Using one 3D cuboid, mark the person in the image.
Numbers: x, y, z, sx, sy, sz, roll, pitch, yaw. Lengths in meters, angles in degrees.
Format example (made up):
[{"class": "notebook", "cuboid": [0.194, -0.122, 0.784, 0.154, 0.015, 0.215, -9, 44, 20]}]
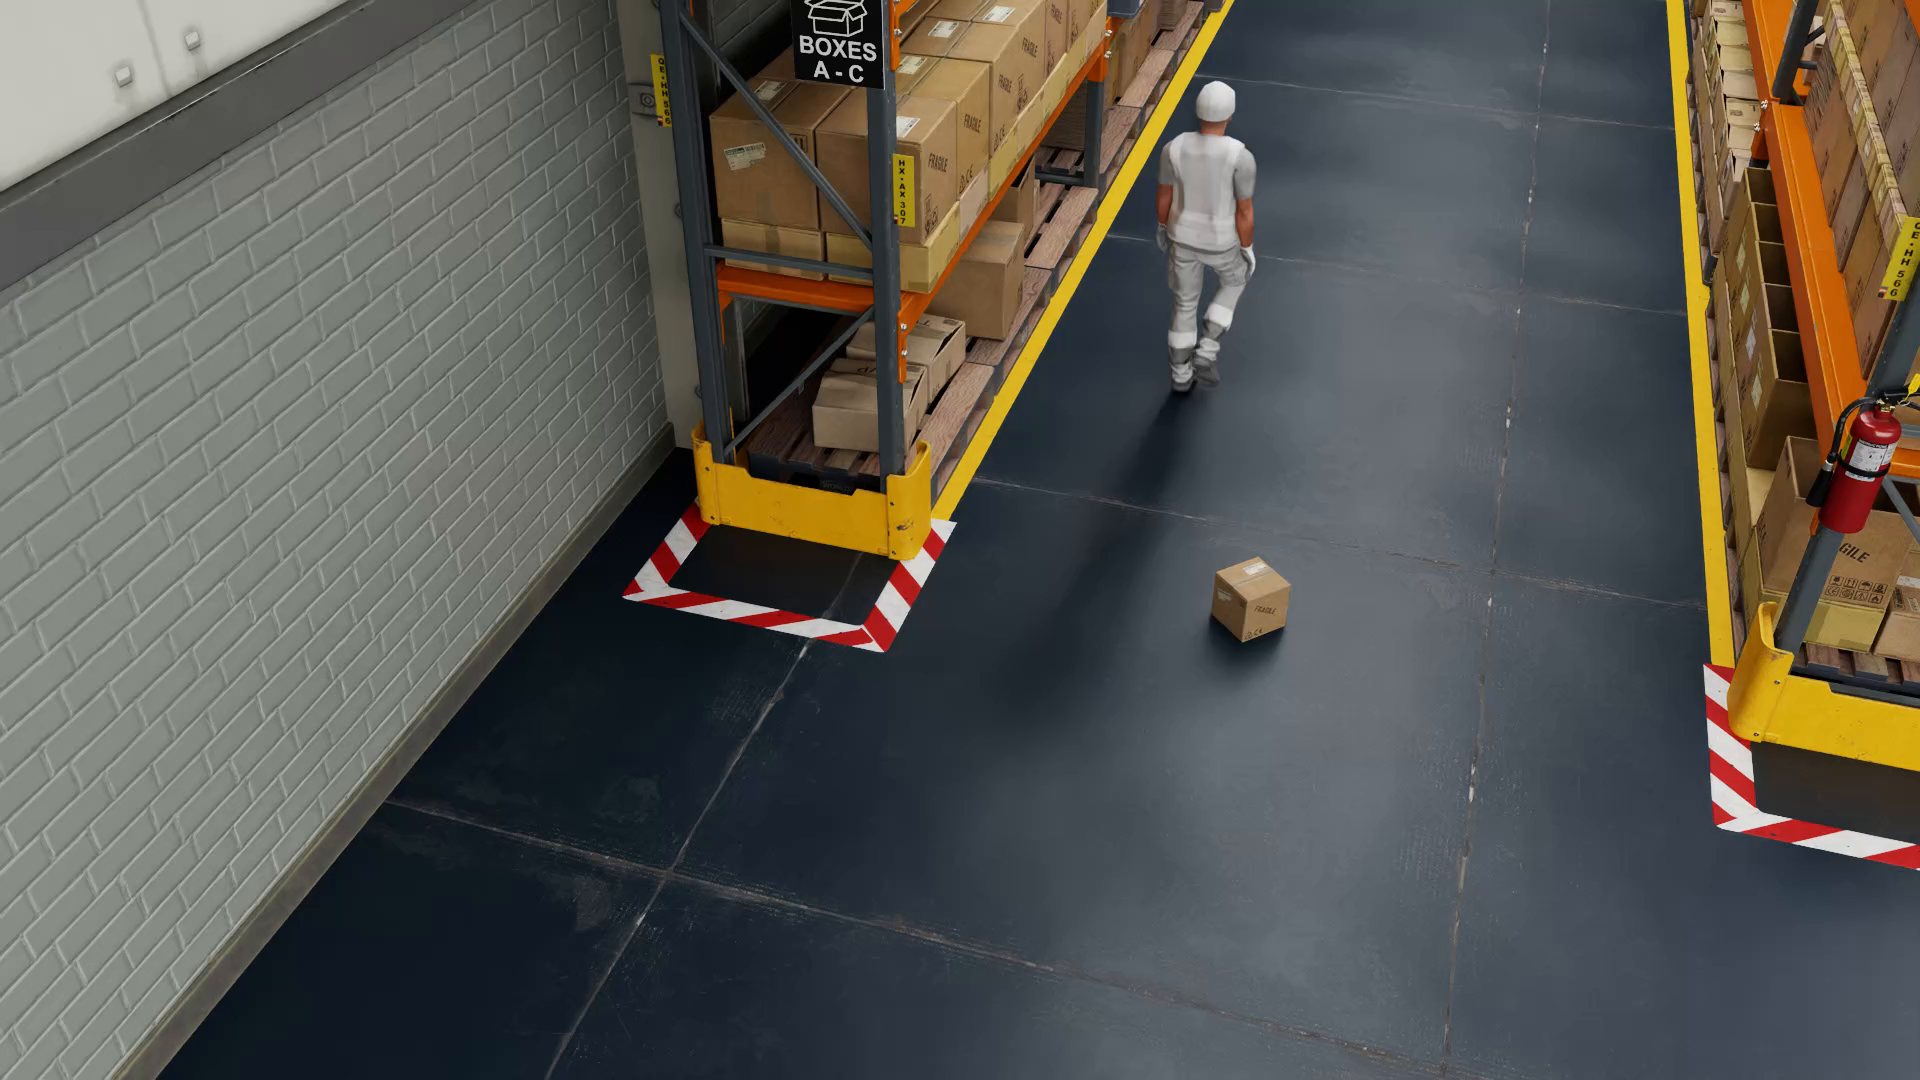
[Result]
[{"class": "person", "cuboid": [1.353, -1.651, 9.047, 0.595, 1.801, 0.458, 14, 39, 18]}]
